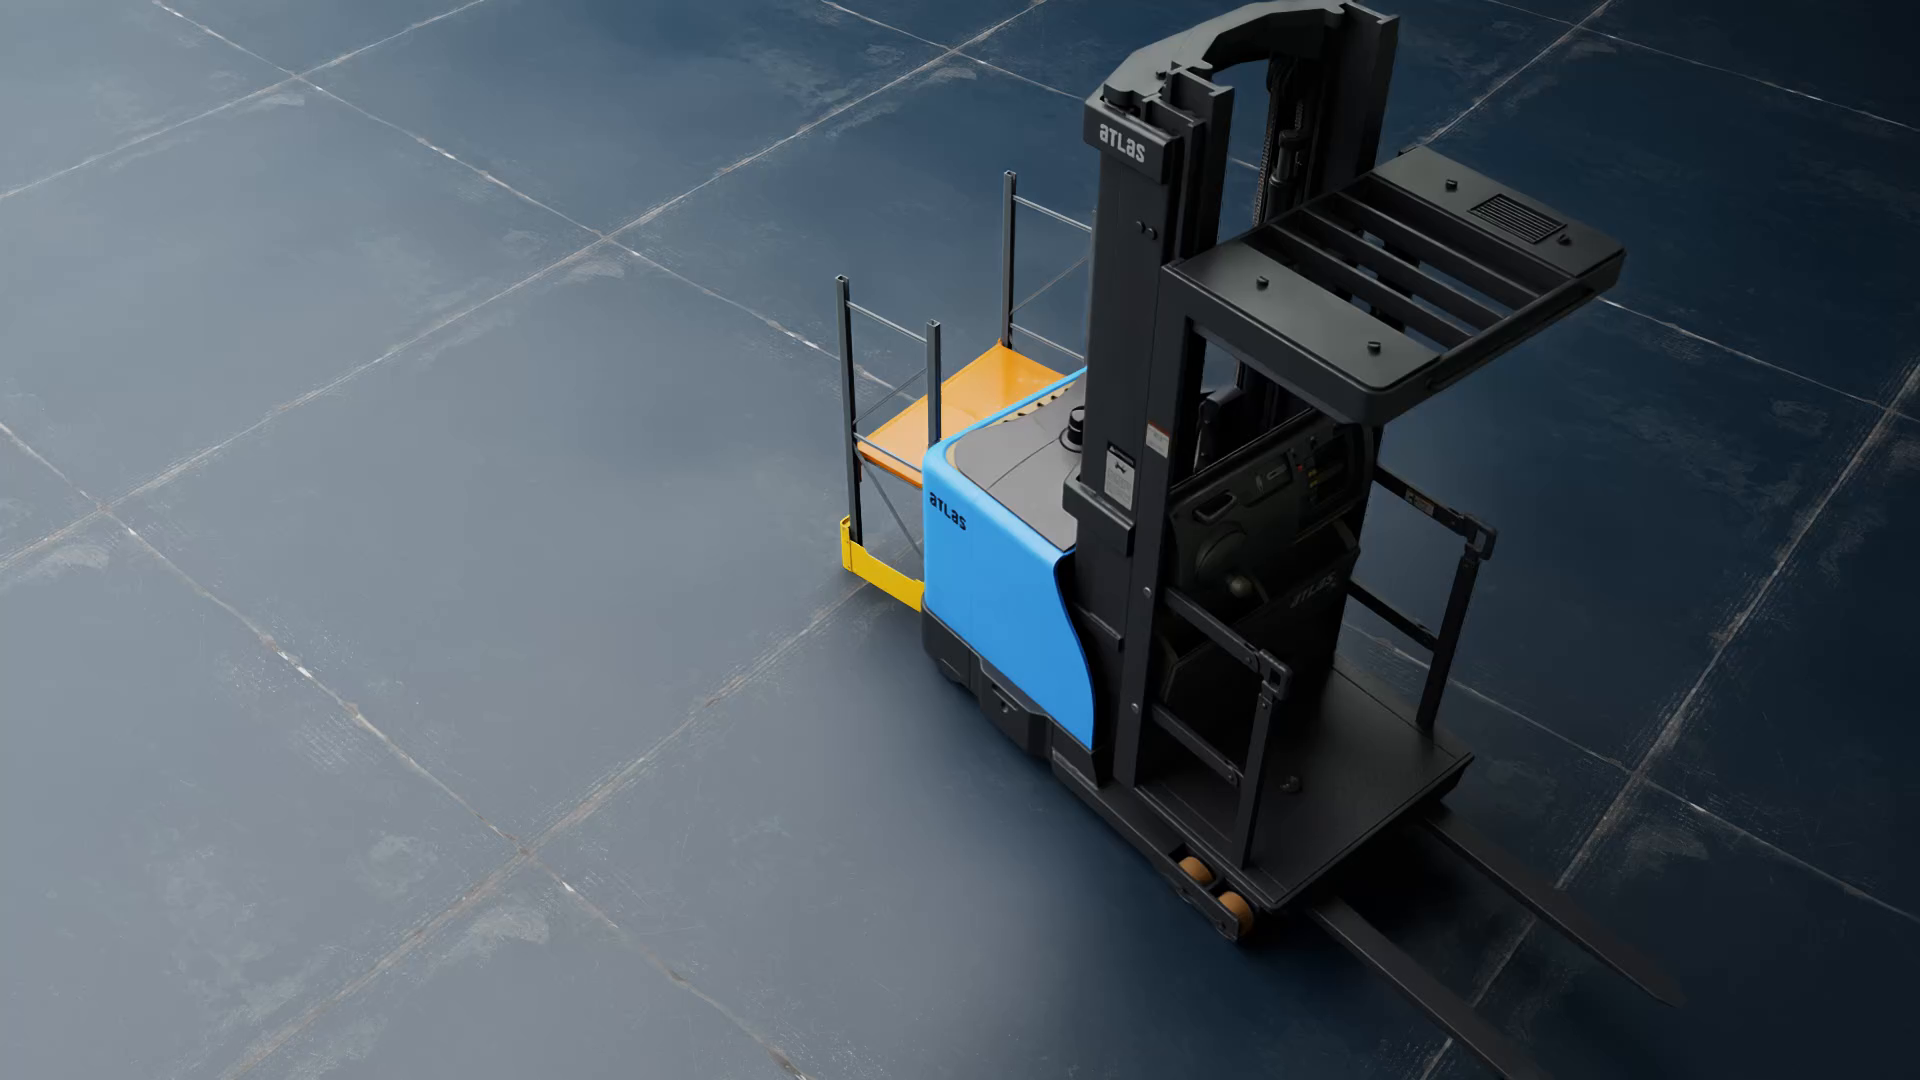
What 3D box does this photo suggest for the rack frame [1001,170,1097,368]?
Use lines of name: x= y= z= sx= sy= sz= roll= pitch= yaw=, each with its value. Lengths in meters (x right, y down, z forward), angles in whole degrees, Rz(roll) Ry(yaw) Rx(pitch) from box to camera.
rack frame: x=0.382 y=-0.861 z=7.264 sx=0.500 sy=1.500 sz=0.032 roll=29 pitch=50 yaw=28

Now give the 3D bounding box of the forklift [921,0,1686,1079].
forklift: x=1.165 y=-0.063 z=5.322 sx=1.130 sy=2.935 sz=3.031 roll=-29 pitch=50 yaw=-28

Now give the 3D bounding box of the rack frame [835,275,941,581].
rack frame: x=-0.272 y=-0.337 z=6.688 sx=0.500 sy=1.500 sz=0.032 roll=29 pitch=50 yaw=28

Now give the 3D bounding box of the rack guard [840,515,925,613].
rack guard: x=-0.271 y=0.125 z=7.109 sx=0.587 sy=0.250 sz=0.087 roll=29 pitch=50 yaw=28

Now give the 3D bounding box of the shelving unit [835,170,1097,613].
shelving unit: x=0.049 y=-0.594 z=6.971 sx=0.587 sy=1.500 sz=1.083 roll=29 pitch=50 yaw=28

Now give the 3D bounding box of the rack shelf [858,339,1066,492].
rack shelf: x=0.055 y=-0.466 z=7.097 sx=0.538 sy=0.185 sz=1.000 roll=29 pitch=50 yaw=28
